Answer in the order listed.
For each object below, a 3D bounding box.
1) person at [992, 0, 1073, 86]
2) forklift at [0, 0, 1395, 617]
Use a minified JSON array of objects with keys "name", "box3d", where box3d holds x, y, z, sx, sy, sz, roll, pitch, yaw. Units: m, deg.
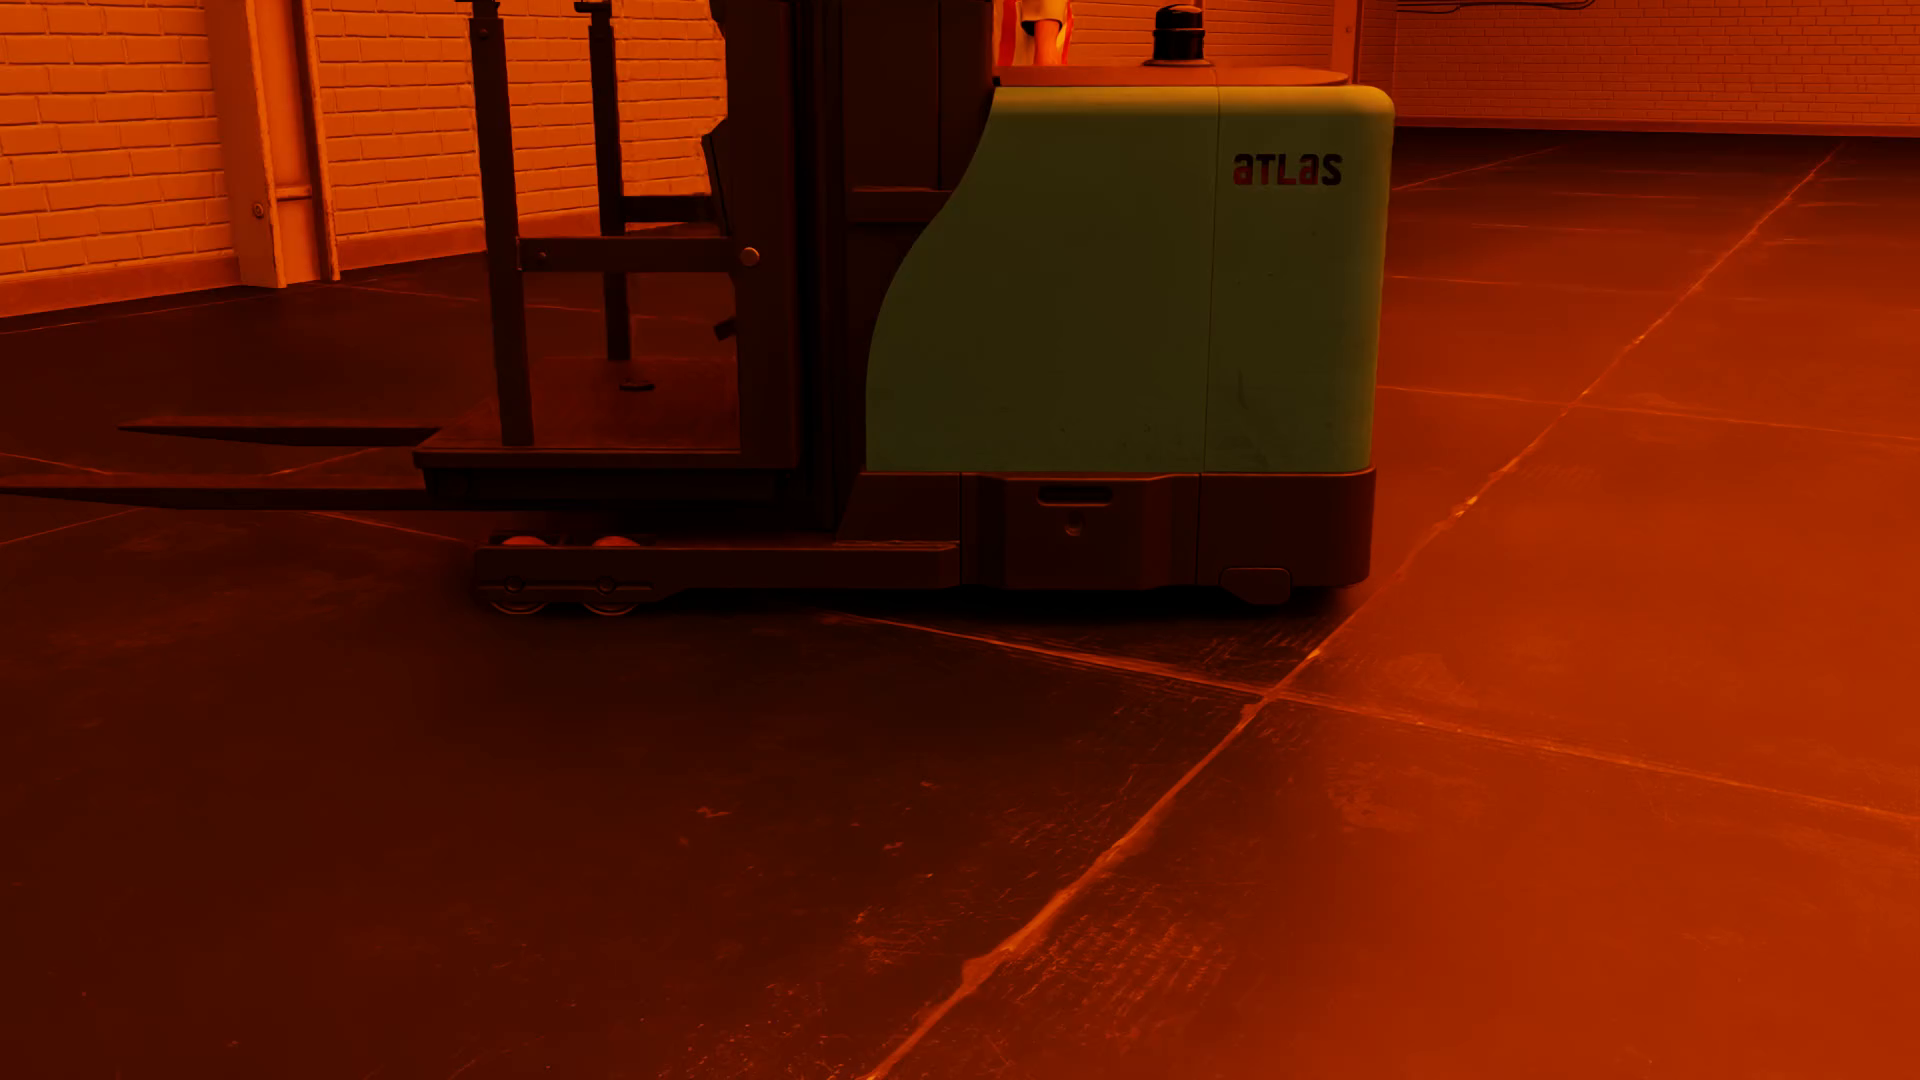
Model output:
[{"name":"person","box3d":[0.238,-1.461,5.947,0.455,1.747,0.870,-8,18,-25]},{"name":"forklift","box3d":[-0.637,-1.394,3.587,3.031,2.935,1.130,0,16,1]}]
